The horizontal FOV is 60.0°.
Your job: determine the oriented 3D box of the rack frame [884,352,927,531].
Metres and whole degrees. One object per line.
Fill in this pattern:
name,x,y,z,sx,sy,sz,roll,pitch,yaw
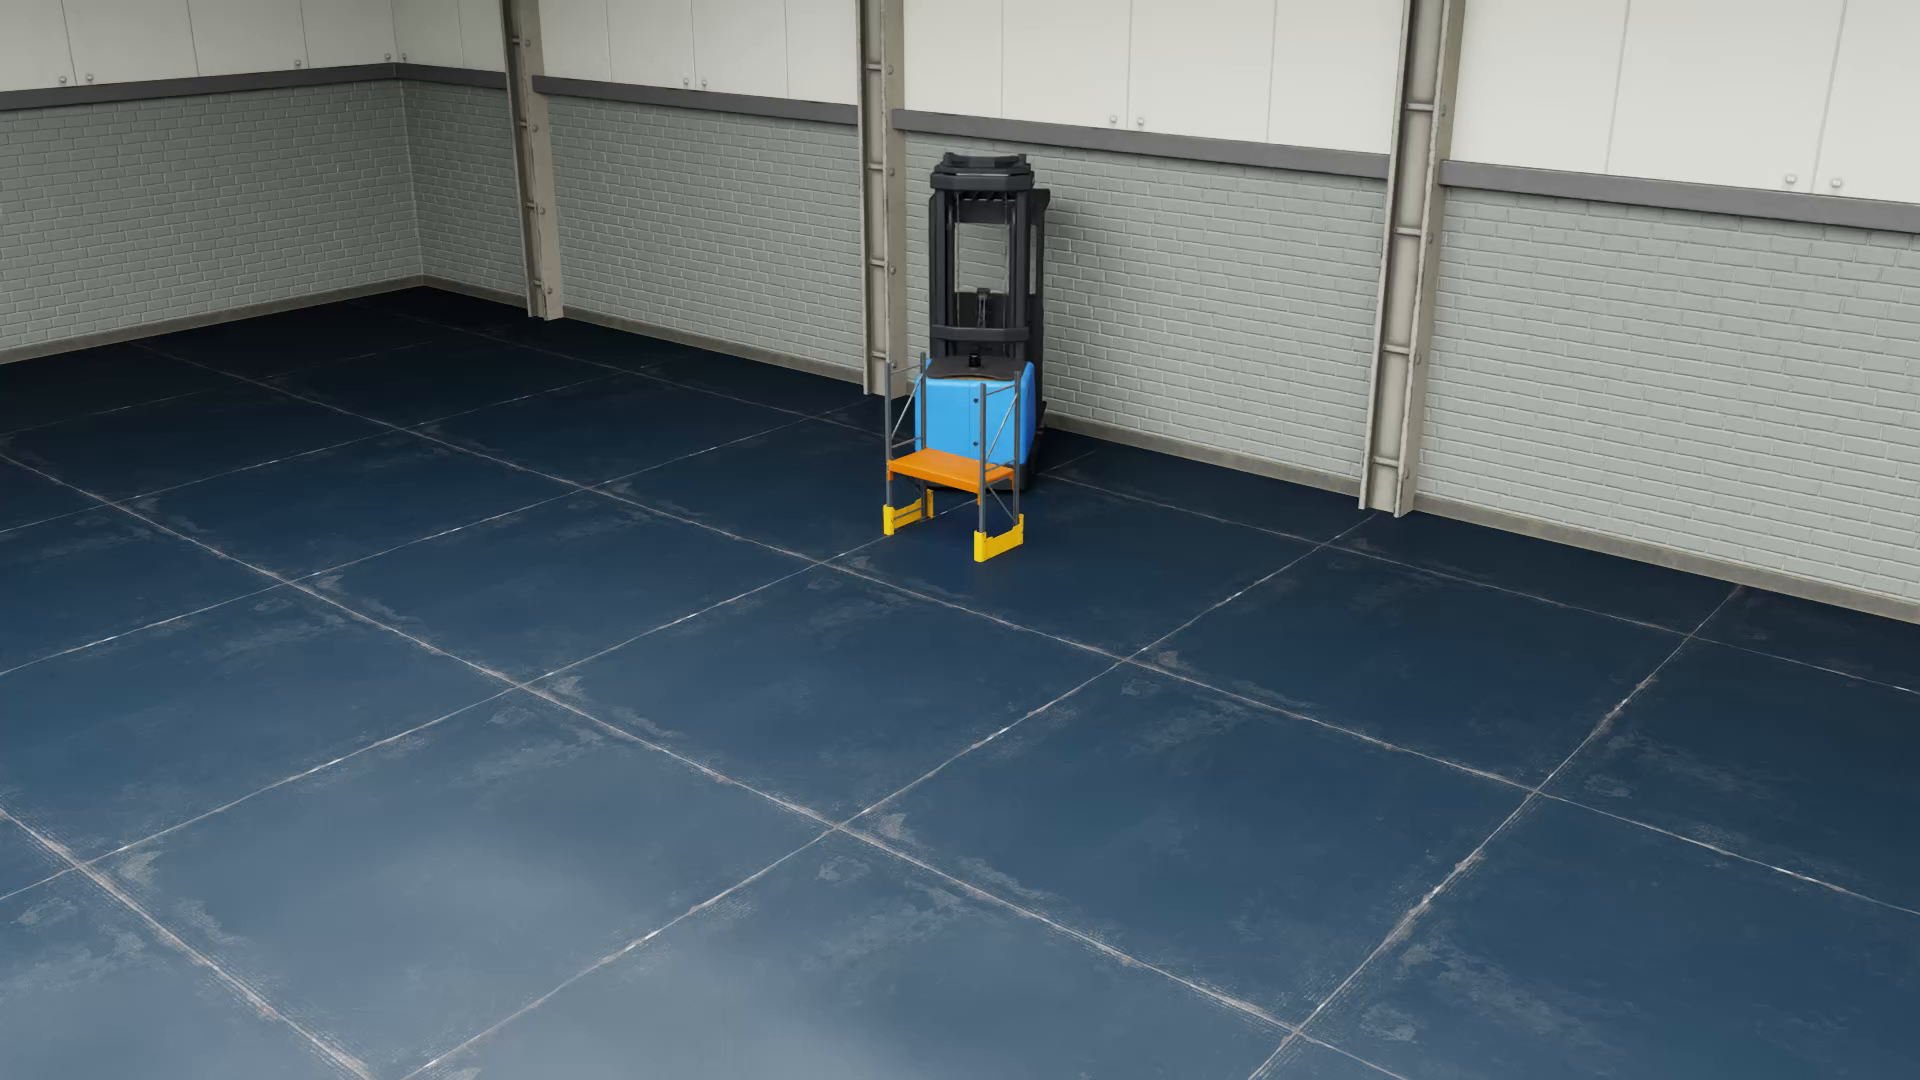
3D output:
rack frame,-0.460,-0.834,14.257,0.032,1.500,0.500,16,26,36

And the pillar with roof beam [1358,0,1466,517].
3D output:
pillar with roof beam,1.102,-3.318,10.216,0.400,9.000,9.100,16,26,36

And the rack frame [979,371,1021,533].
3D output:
rack frame,0.328,-0.607,13.655,0.032,1.500,0.500,16,26,36

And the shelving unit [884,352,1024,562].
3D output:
shelving unit,-0.059,-0.719,13.951,1.083,1.500,0.587,16,26,36

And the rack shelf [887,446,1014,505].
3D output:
rack shelf,-0.066,-0.552,14.020,1.000,0.185,0.538,16,26,36

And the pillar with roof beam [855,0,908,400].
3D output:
pillar with roof beam,-3.546,-4.657,13.765,0.400,9.000,9.100,16,26,36

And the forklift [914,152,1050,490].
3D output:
forklift,0.281,-2.306,16.132,1.130,2.935,3.031,3,21,7

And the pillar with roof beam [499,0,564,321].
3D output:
pillar with roof beam,-8.195,-5.995,17.315,0.400,9.000,9.100,16,26,36

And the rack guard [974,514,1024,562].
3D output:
rack guard,0.327,-0.023,13.877,0.087,0.250,0.587,16,26,36

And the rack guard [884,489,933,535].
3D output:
rack guard,-0.445,-0.245,14.466,0.087,0.250,0.587,16,26,36
